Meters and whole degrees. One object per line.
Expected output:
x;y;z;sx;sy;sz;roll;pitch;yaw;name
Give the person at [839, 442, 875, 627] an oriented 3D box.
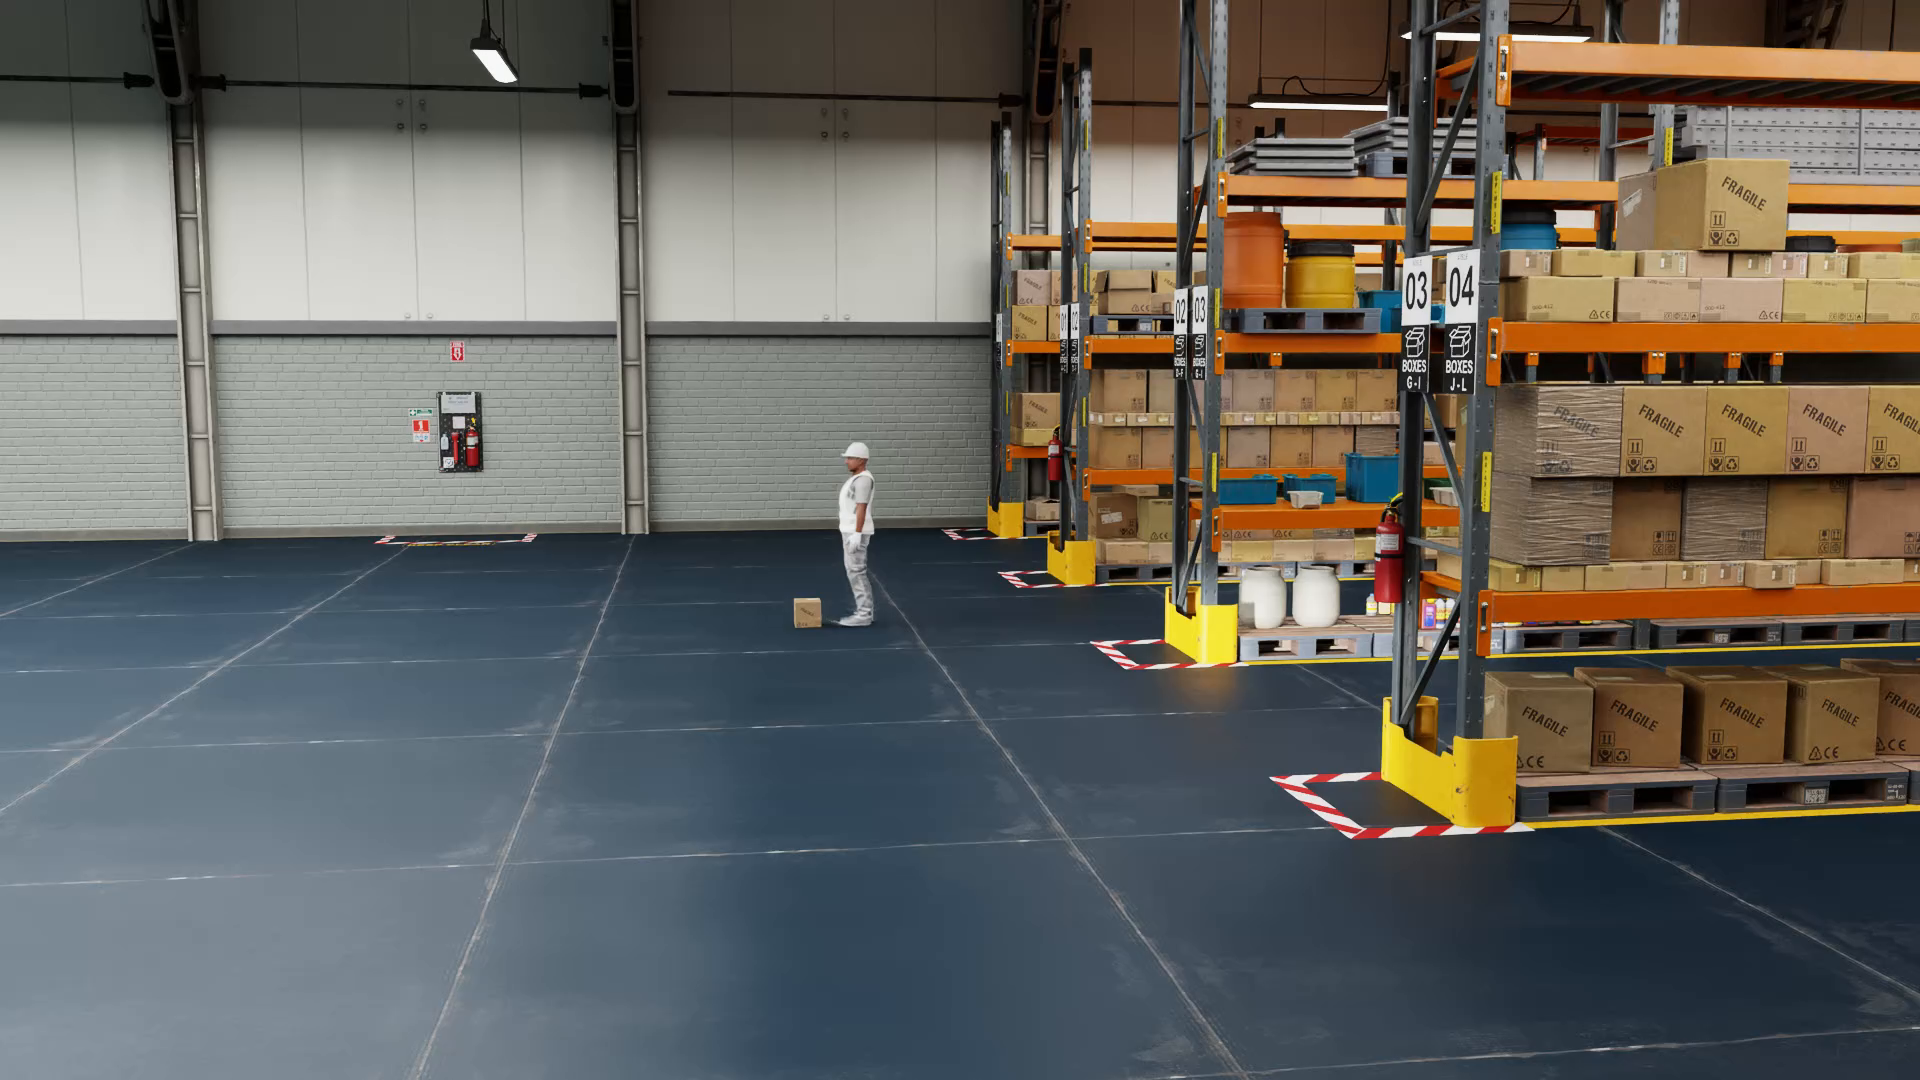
-1.000;-0.056;16.139;0.355;1.782;0.546;-1;6;-7;person
